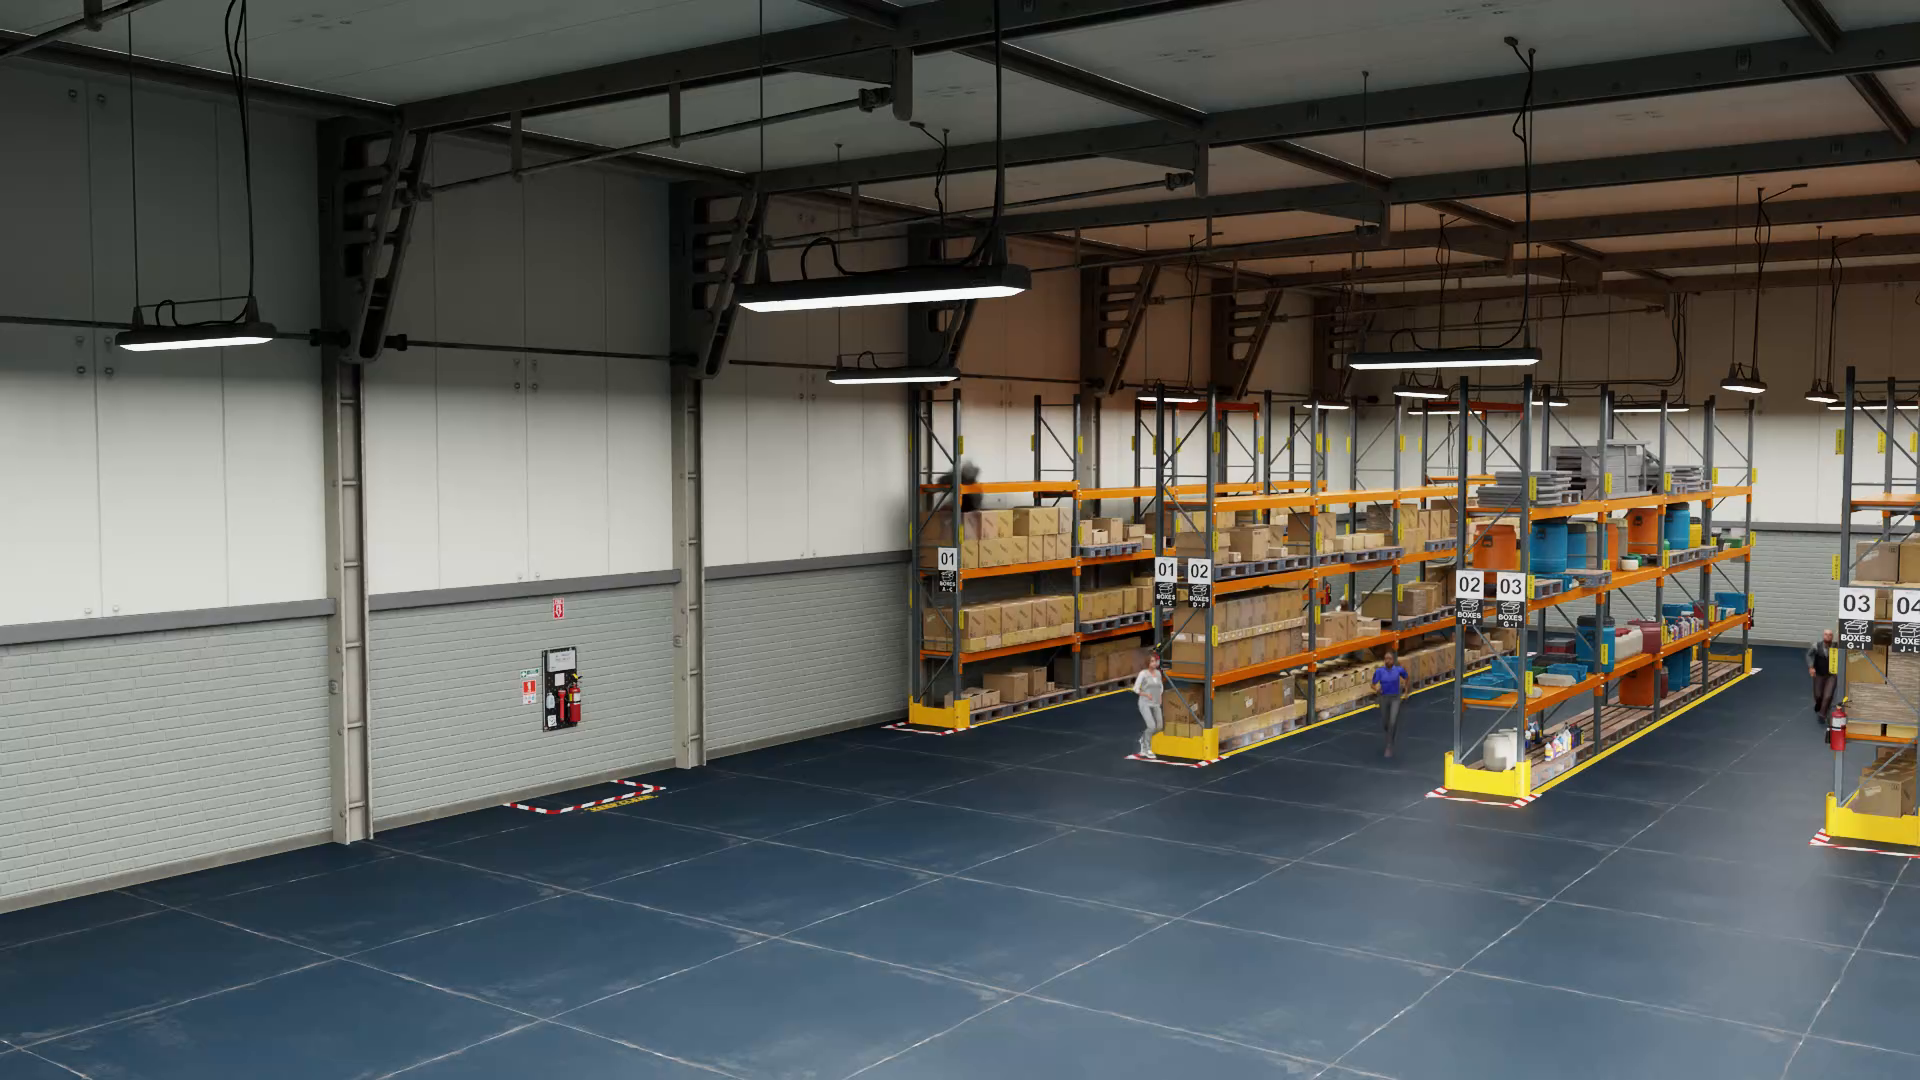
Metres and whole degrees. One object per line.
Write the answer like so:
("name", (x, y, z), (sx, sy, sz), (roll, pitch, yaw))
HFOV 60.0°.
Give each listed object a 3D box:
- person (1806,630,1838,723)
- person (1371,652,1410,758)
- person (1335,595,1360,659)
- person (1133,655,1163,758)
("person", (15.682, 2.456, 30.104), (0.677, 1.687, 0.581), (2, 4, 25))
("person", (6.989, 2.663, 27.031), (0.608, 1.693, 0.894), (1, 3, 18))
("person", (8.441, 2.072, 36.317), (0.726, 1.749, 0.902), (3, 4, 38))
("person", (2.894, 2.517, 25.225), (0.544, 1.554, 0.533), (-2, 4, -26))
